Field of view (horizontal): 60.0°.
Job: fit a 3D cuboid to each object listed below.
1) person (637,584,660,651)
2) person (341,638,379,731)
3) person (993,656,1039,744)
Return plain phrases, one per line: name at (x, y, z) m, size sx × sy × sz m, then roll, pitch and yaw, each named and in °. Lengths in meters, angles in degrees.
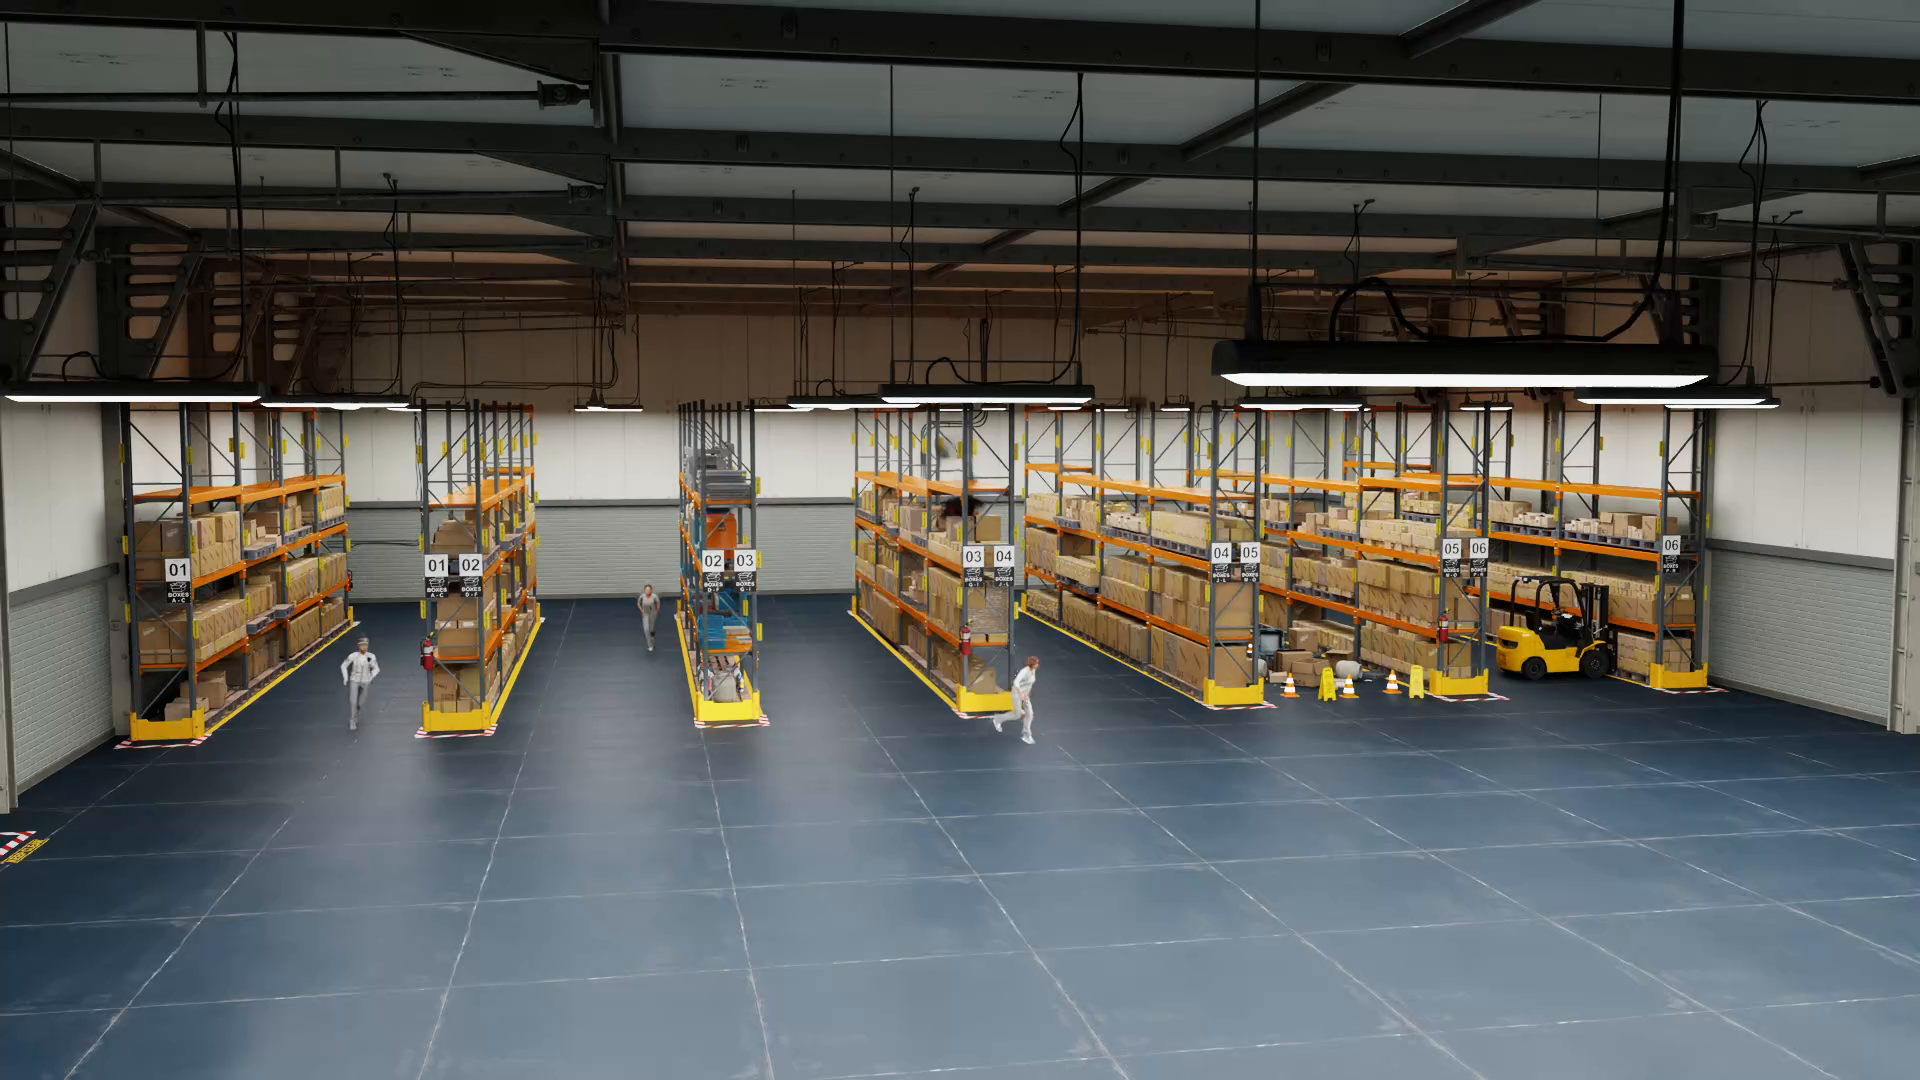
person at (-7.596, 1.868, 40.646) m, size 0.538 × 1.617 × 0.787 m, roll 0°, pitch 4°, yaw -4°
person at (-10.978, 2.608, 30.453) m, size 0.660 × 1.653 × 0.729 m, roll -2°, pitch 5°, yaw -24°
person at (0.982, 2.780, 29.166) m, size 0.872 × 1.549 × 0.550 m, roll 2°, pitch 5°, yaw 23°
